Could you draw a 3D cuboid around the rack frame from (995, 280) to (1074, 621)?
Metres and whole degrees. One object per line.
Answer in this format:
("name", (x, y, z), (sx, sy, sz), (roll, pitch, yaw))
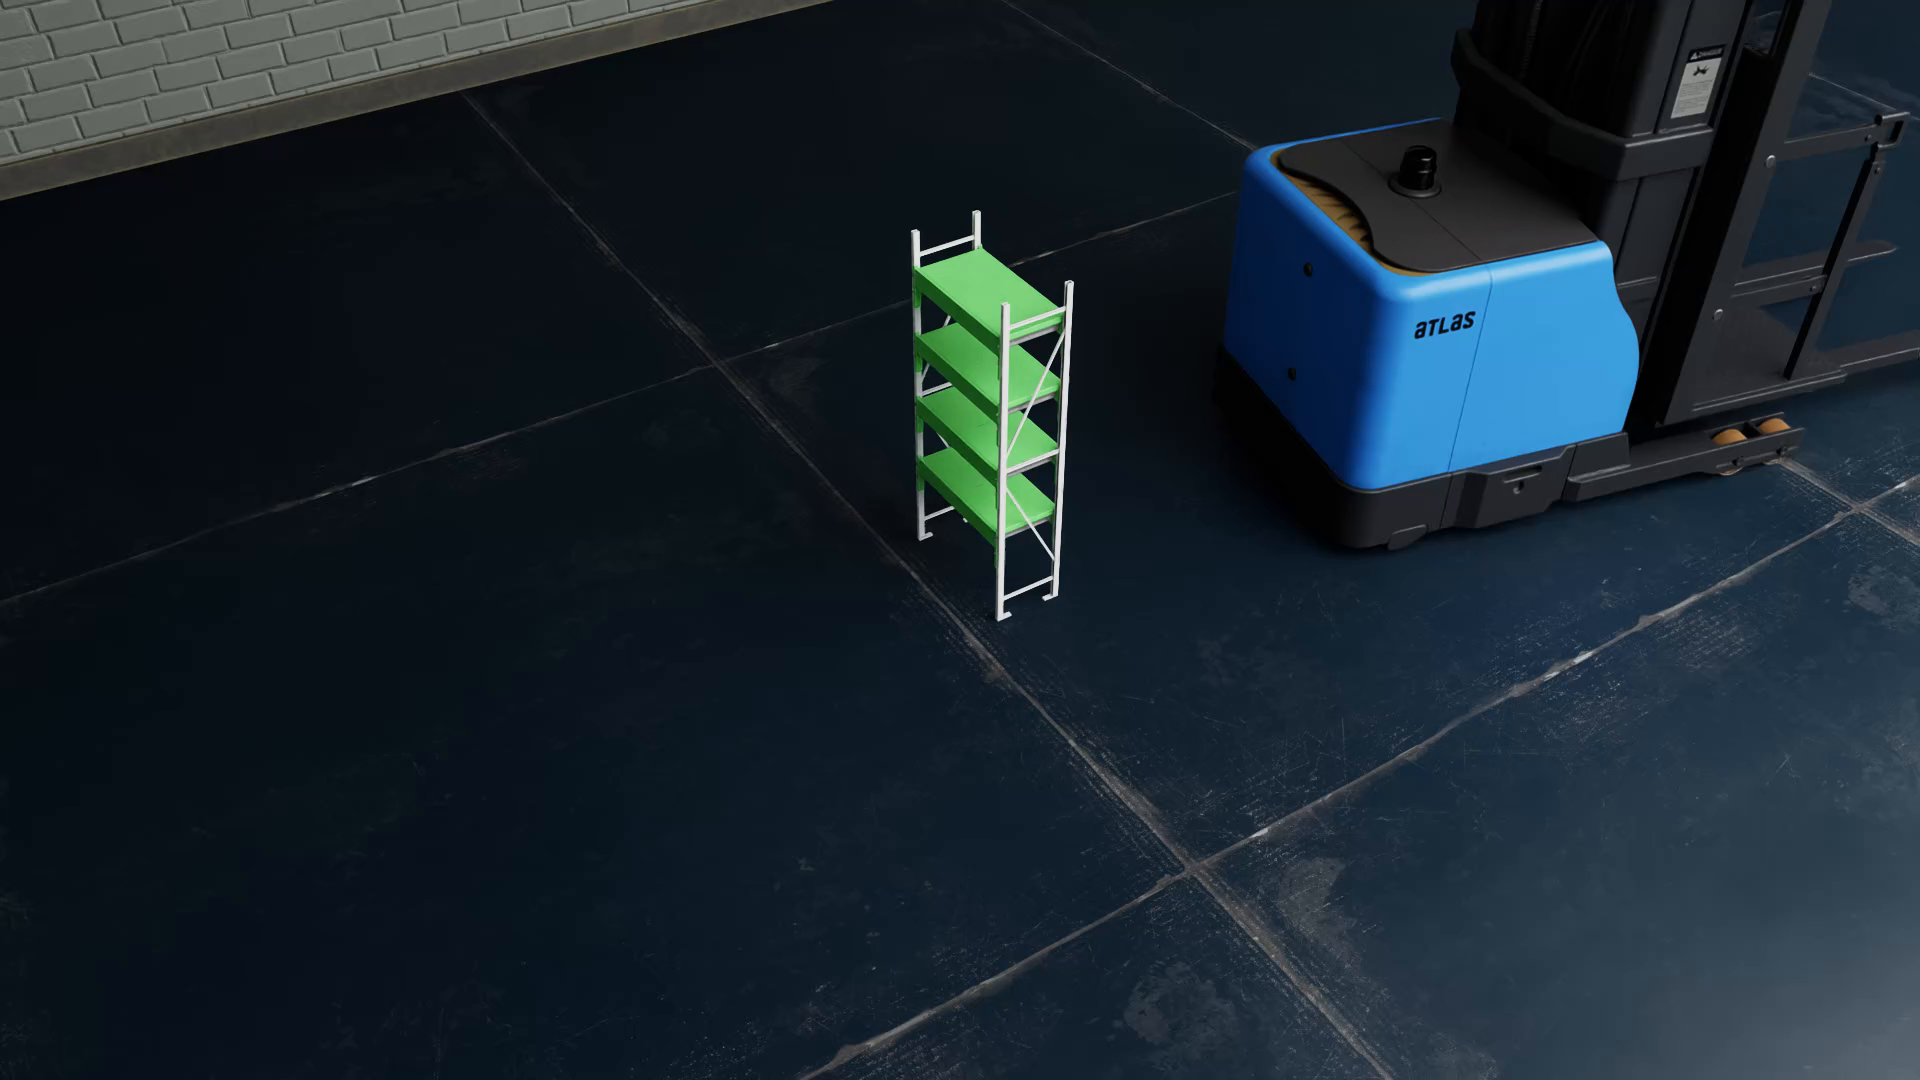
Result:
("rack frame", (0.220, -0.240, 5.101), (0.240, 1.200, 0.015), (-22, 45, -24))

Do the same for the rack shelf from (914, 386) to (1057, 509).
("rack shelf", (0.089, -0.323, 5.300), (0.258, 0.148, 0.480), (-22, 45, -24))

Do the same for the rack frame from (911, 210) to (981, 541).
("rack frame", (-0.042, -0.503, 5.417), (0.240, 1.200, 0.015), (-22, 45, -24))

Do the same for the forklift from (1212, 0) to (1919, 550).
("forklift", (2.527, -1.665, 5.459), (3.031, 2.935, 1.130), (-13, 42, -15))

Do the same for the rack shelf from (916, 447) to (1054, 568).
("rack shelf", (0.089, -0.138, 5.453), (0.258, 0.148, 0.480), (-22, 45, -24))

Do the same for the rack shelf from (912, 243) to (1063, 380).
("rack shelf", (0.089, -0.691, 4.992), (0.258, 0.148, 0.480), (-22, 45, -24))

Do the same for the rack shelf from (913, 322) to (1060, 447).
("rack shelf", (0.089, -0.507, 5.146), (0.258, 0.148, 0.480), (-22, 45, -24))

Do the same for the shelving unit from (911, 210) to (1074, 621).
("shelving unit", (0.089, -0.372, 5.259), (0.258, 1.200, 0.503), (-22, 45, -24))
